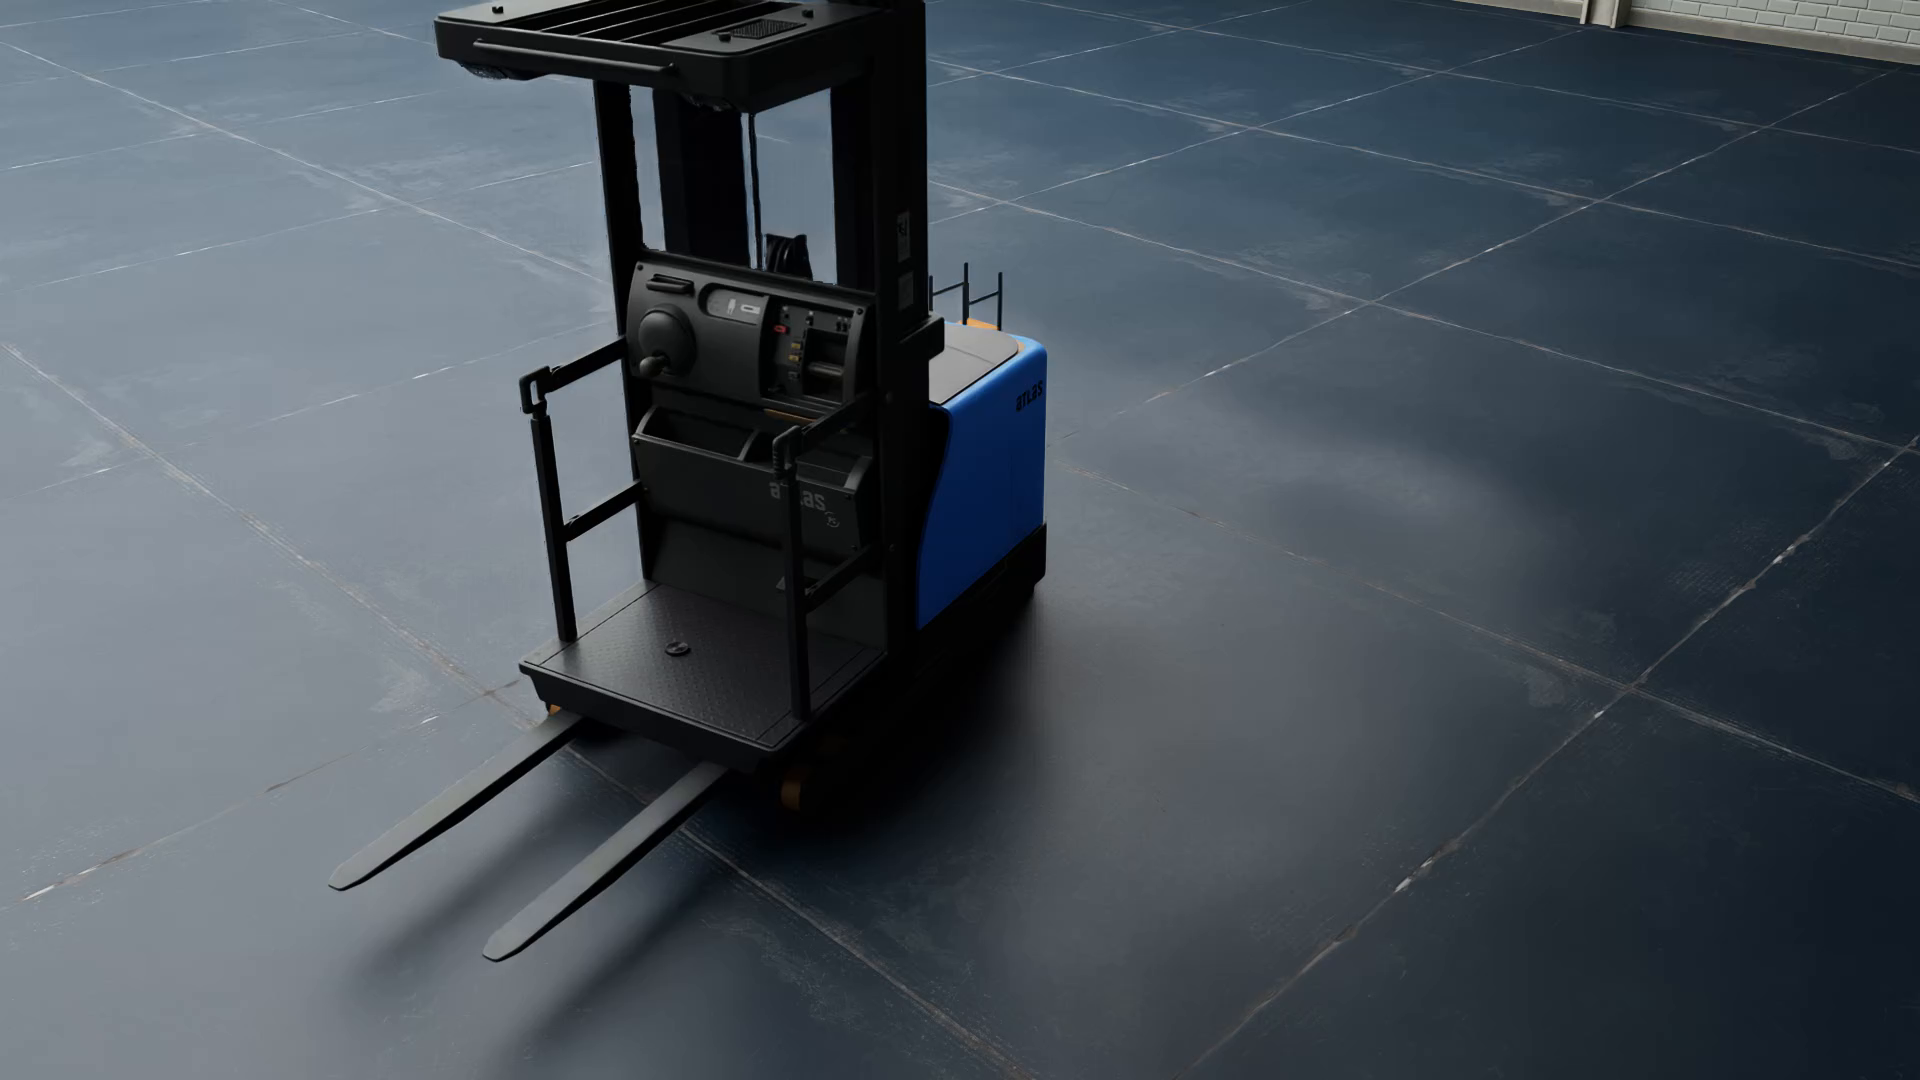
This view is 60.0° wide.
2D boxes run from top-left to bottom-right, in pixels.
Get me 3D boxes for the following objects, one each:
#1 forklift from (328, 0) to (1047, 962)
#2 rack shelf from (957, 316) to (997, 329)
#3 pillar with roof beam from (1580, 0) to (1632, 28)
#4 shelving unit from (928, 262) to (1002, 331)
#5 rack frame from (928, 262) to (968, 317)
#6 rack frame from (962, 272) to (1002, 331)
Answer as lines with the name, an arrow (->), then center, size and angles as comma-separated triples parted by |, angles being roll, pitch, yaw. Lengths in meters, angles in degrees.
forklift -> -0.814, -0.631, 5.300 | 1.130, 2.935, 3.031 | 15, 31, 26
rack shelf -> 0.022, -0.821, 6.844 | 0.180, 0.103, 0.258 | 22, 35, 36
pillar with roof beam -> 3.834, -8.049, 12.889 | 0.400, 9.000, 9.100 | 25, 36, 38
shelving unit -> 0.022, -0.542, 6.991 | 0.189, 1.200, 0.258 | 22, 35, 36
rack frame -> -0.047, -0.570, 7.044 | 0.006, 1.200, 0.240 | 22, 35, 36
rack frame -> 0.091, -0.514, 6.937 | 0.006, 1.200, 0.240 | 22, 35, 36
